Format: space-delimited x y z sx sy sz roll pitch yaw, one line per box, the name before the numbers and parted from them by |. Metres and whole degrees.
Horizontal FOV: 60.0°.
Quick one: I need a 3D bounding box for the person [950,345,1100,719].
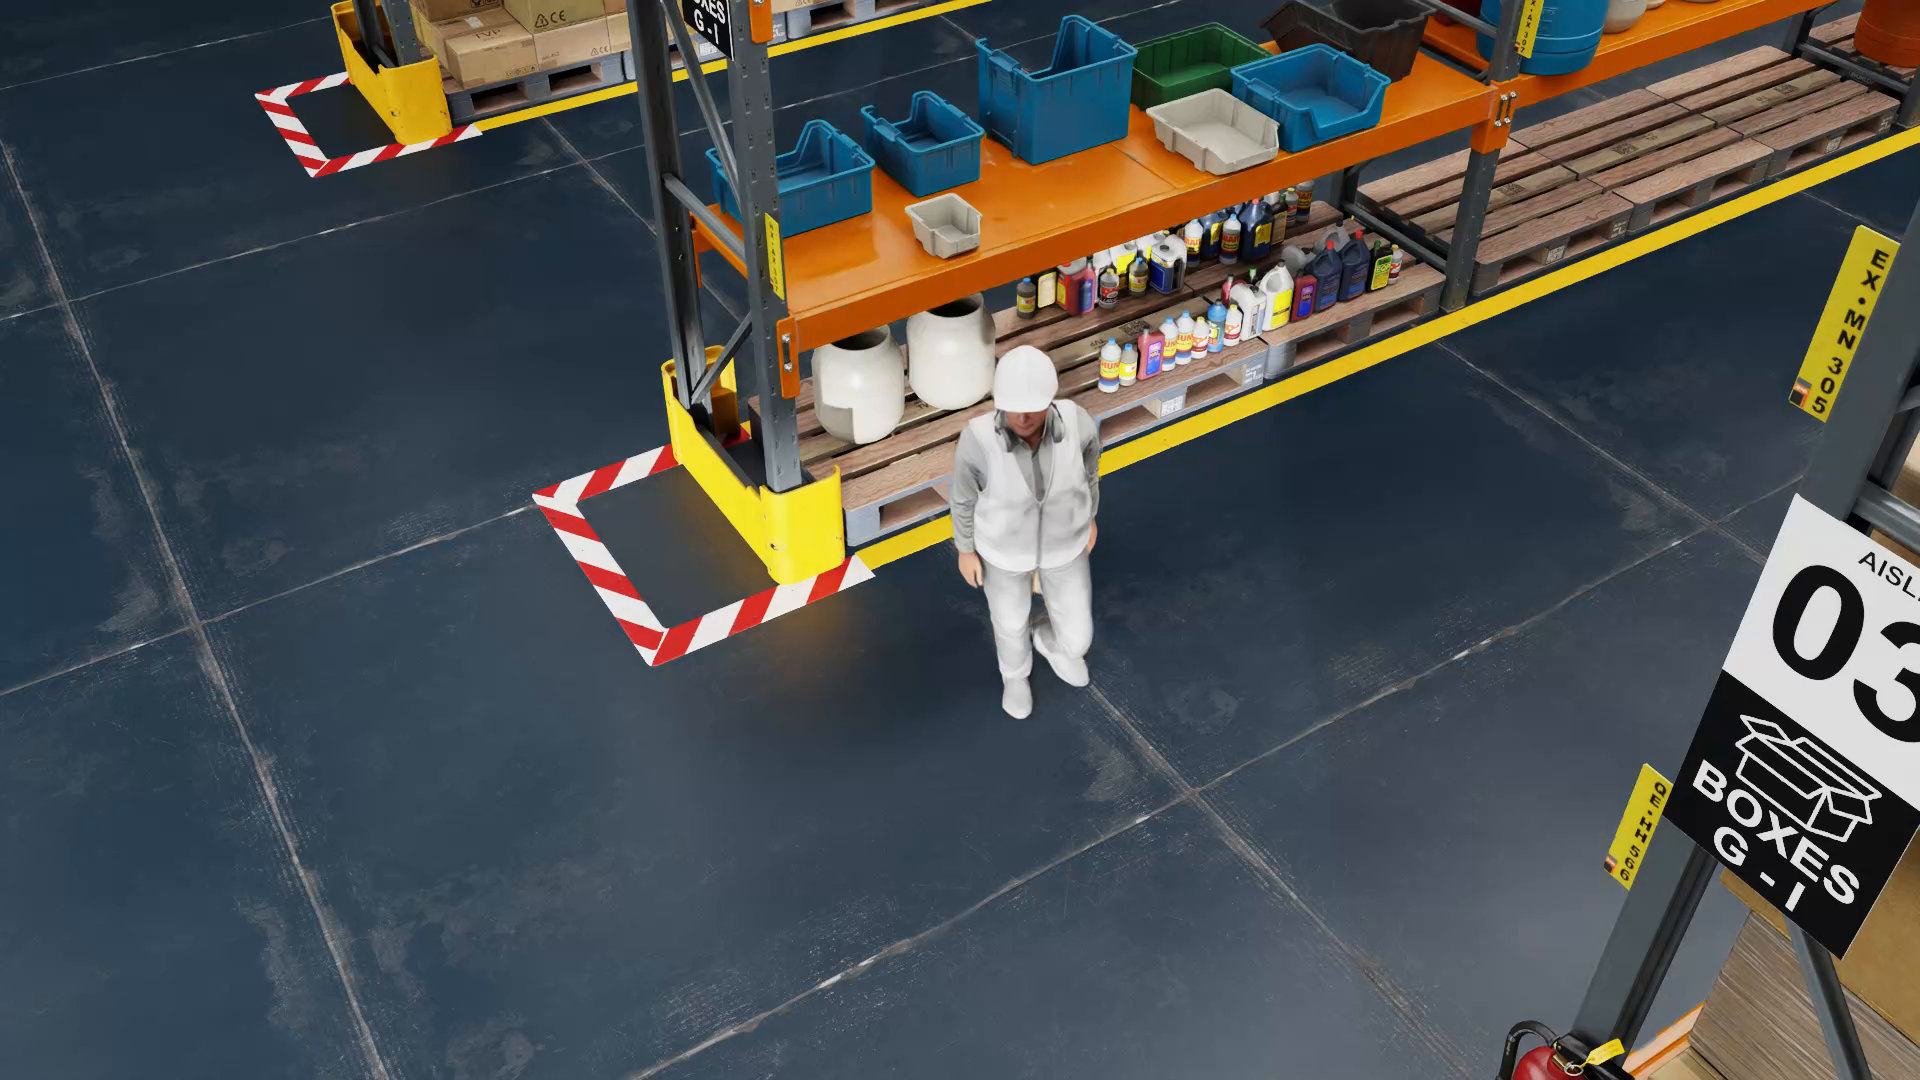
person | 0.245 0.000 6.113 0.568 1.759 0.483 -5 41 -6
